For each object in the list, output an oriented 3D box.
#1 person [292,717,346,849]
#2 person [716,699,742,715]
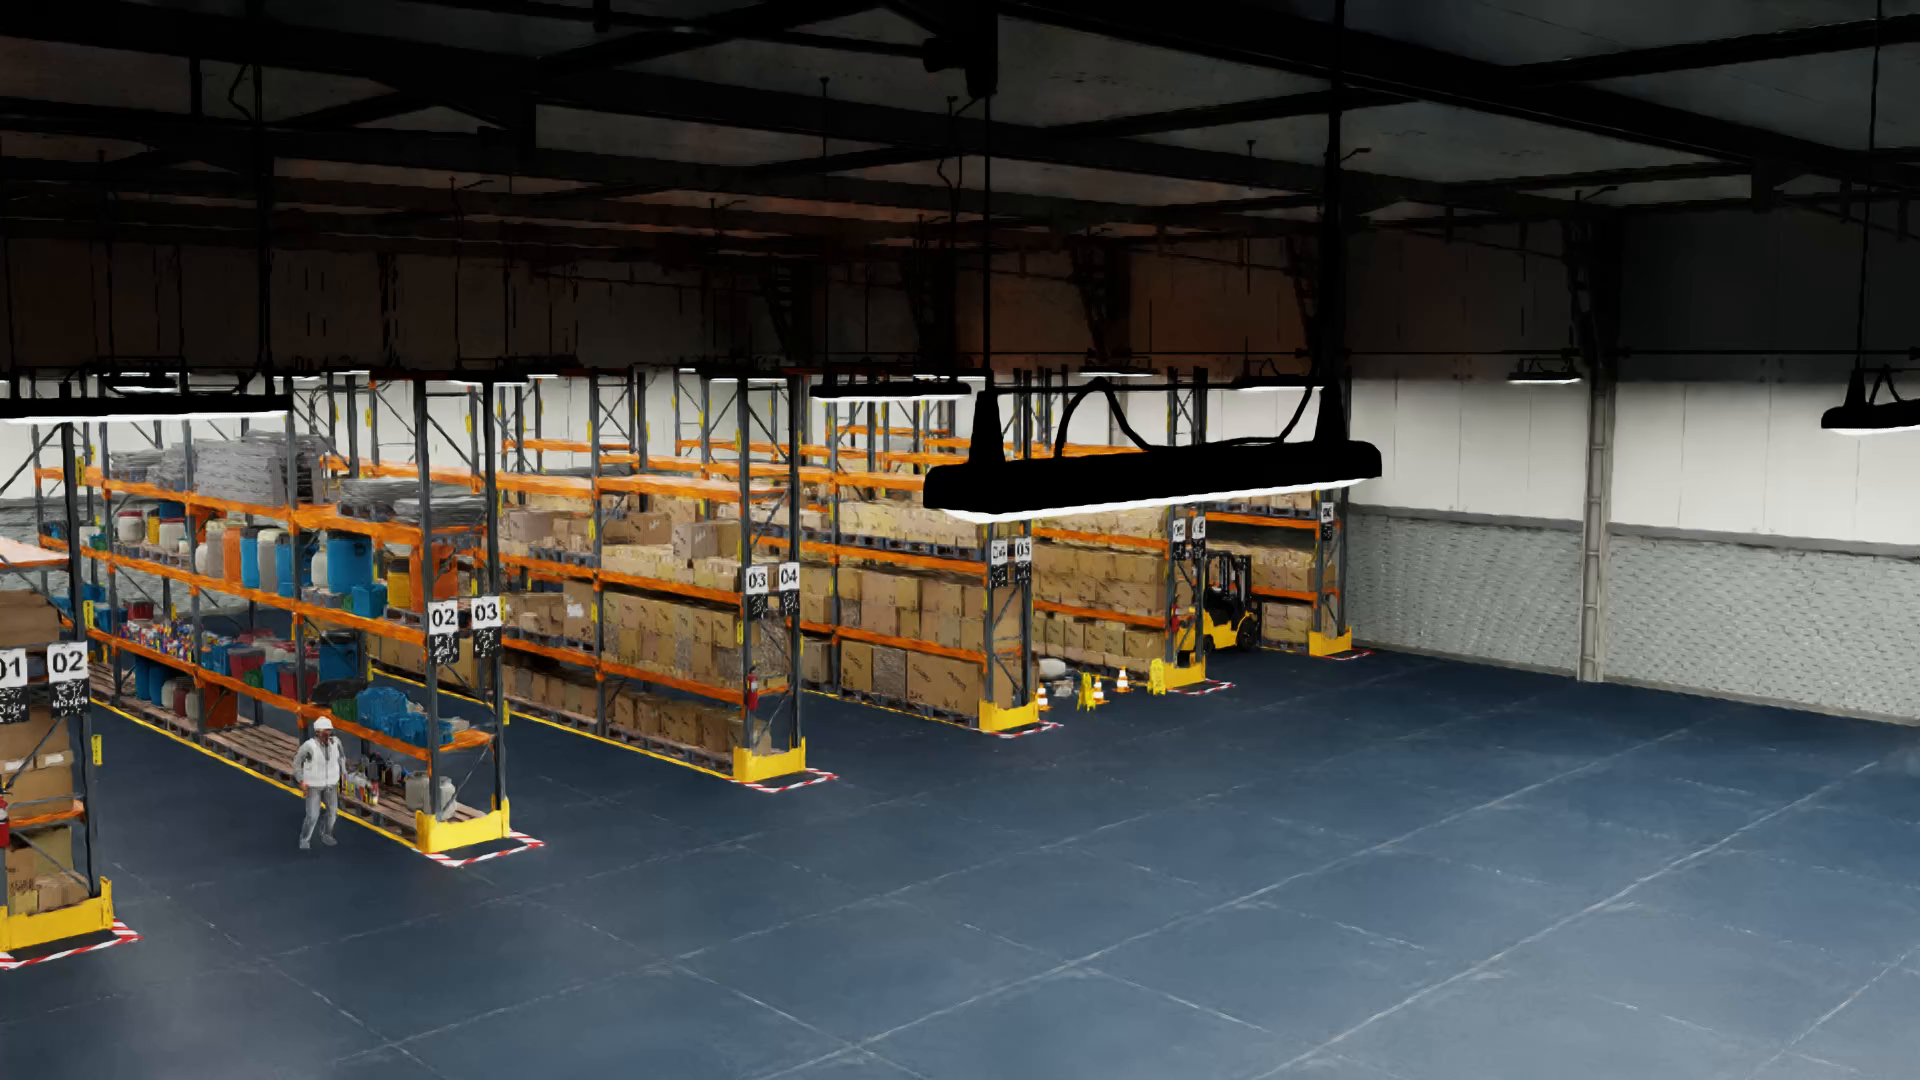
[{"bbox_3d":[-8.162,3.089,21.244,0.574,1.725,0.677,6,9,44],"label":"person"},{"bbox_3d":[-4.079,2.166,29.034,0.497,1.765,0.625,-2,7,-14],"label":"person"}]
